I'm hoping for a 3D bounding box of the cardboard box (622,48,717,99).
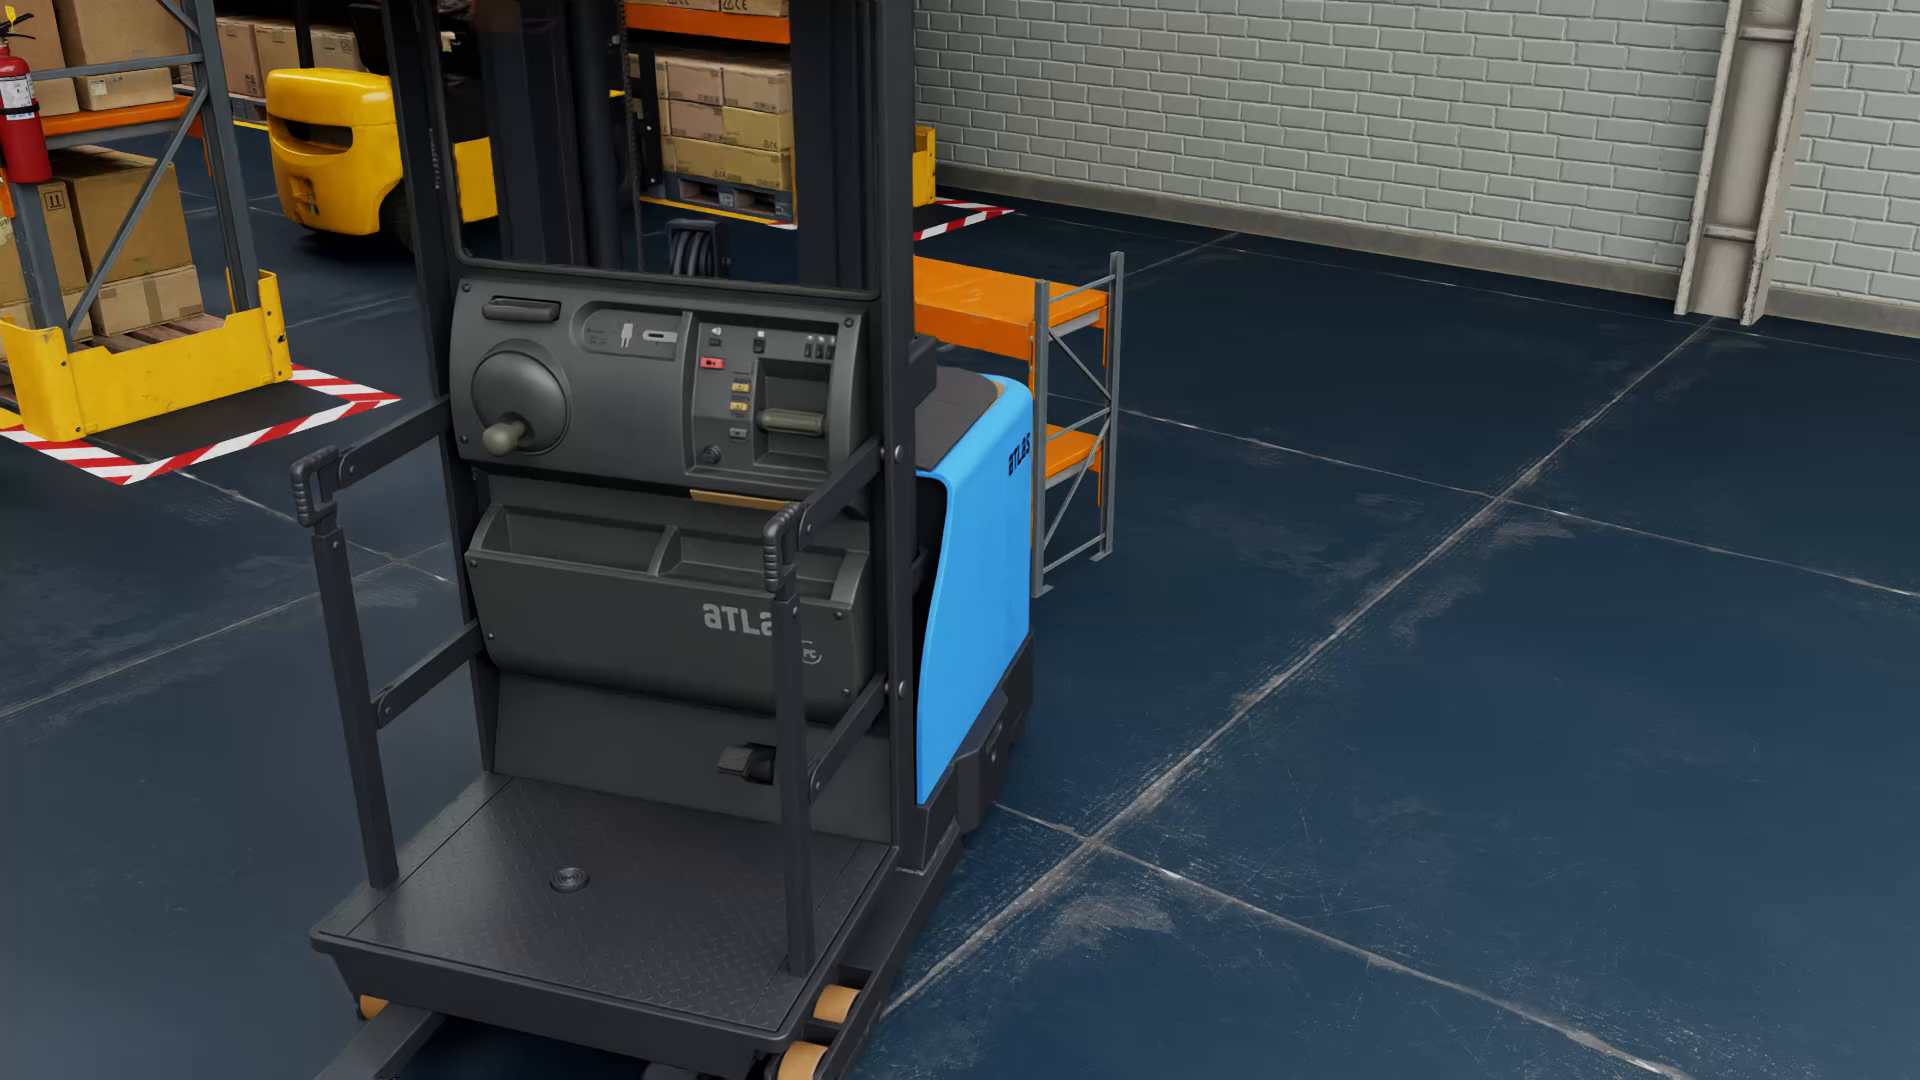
[{"bbox_3d":[-2.030,-3.243,11.538,0.500,0.250,0.500,17,29,34],"label":"cardboard box"}]

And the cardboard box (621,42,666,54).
[{"bbox_3d":[-2.431,-3.367,11.822,0.500,0.250,0.500,16,28,32],"label":"cardboard box"}]

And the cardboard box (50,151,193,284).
[{"bbox_3d":[-4.125,-1.564,8.040,0.500,0.500,0.500,16,28,32],"label":"cardboard box"}]

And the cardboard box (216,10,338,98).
[{"bbox_3d":[-6.035,-4.329,14.780,0.625,0.625,0.875,18,29,35],"label":"cardboard box"}]

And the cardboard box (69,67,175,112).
[{"bbox_3d":[-3.774,-2.032,7.452,0.250,0.149,0.380,17,29,33],"label":"cardboard box"}]

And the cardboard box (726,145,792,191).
[{"bbox_3d":[-1.218,-2.546,11.197,0.500,0.250,0.500,17,29,34],"label":"cardboard box"}]

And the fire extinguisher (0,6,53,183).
[{"bbox_3d":[-3.811,-1.786,6.679,0.183,0.674,0.296,17,29,33],"label":"fire extinguisher"}]

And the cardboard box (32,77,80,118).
[{"bbox_3d":[-4.054,-1.904,7.163,0.250,0.149,0.380,18,29,35],"label":"cardboard box"}]

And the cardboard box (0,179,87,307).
[{"bbox_3d":[-4.424,-1.384,7.631,0.500,0.500,0.500,17,29,34],"label":"cardboard box"}]

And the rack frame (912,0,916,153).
[{"bbox_3d":[-0.652,-3.600,10.700,0.127,3.000,1.000,17,29,33],"label":"rack frame"}]

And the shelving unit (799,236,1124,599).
[{"bbox_3d":[-0.005,-0.516,6.027,1.048,1.125,0.538,17,29,33],"label":"shelving unit"}]

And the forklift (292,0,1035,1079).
[{"bbox_3d":[-0.710,-0.306,3.309,1.130,2.935,3.031,7,25,16],"label":"forklift"}]

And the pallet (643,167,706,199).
[{"bbox_3d":[-2.261,-2.791,12.322,1.213,0.211,1.003,17,29,33],"label":"pallet"}]

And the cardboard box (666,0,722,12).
[{"bbox_3d":[-1.613,-3.808,11.049,0.500,0.500,0.500,18,29,35],"label":"cardboard box"}]

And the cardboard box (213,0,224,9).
[{"bbox_3d":[-7.284,-5.106,15.894,0.250,0.149,0.380,19,30,36],"label":"cardboard box"}]

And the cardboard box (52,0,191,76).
[{"bbox_3d":[-3.839,-2.383,7.446,0.500,0.500,0.500,16,29,33],"label":"cardboard box"}]

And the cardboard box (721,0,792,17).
[{"bbox_3d":[-1.204,-3.680,10.758,0.500,0.500,0.500,16,28,32],"label":"cardboard box"}]

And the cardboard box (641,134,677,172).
[{"bbox_3d":[-2.005,-2.793,11.758,0.500,0.250,0.500,17,29,34],"label":"cardboard box"}]

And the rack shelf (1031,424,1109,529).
[{"bbox_3d":[-0.005,-0.293,6.125,1.000,0.278,0.538,17,29,33],"label":"rack shelf"}]

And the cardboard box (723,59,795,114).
[{"bbox_3d":[-1.208,-3.002,10.993,0.500,0.250,0.500,18,29,35],"label":"cardboard box"}]

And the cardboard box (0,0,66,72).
[{"bbox_3d":[-4.226,-2.222,7.079,0.500,0.500,0.500,16,29,32],"label":"cardboard box"}]

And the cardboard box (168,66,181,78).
[{"bbox_3d":[-7.521,-4.616,15.585,0.500,0.500,0.500,18,29,35],"label":"cardboard box"}]

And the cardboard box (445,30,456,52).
[{"bbox_3d":[-3.654,-3.740,12.668,0.500,0.250,0.500,16,29,33],"label":"cardboard box"}]

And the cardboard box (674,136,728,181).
[{"bbox_3d":[-1.610,-2.669,11.476,0.500,0.250,0.500,17,29,33],"label":"cardboard box"}]

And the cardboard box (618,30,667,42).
[{"bbox_3d":[-2.532,-3.658,12.481,0.500,0.250,0.500,17,29,34],"label":"cardboard box"}]

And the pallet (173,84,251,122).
[{"bbox_3d":[-6.418,-4.047,15.173,1.213,0.211,1.003,17,29,33],"label":"pallet"}]

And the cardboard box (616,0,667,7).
[{"bbox_3d":[-2.023,-3.932,11.330,0.500,0.500,0.500,16,29,32],"label":"cardboard box"}]

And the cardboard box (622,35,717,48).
[{"bbox_3d":[-2.125,-3.539,12.211,0.500,0.250,0.500,16,28,32],"label":"cardboard box"}]

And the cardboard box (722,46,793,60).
[{"bbox_3d":[-1.325,-3.288,11.642,0.500,0.250,0.500,17,29,33],"label":"cardboard box"}]

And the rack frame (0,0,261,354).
[{"bbox_3d":[-3.626,-1.998,7.063,0.127,3.000,1.000,17,29,33],"label":"rack frame"}]

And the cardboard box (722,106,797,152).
[{"bbox_3d":[-1.229,-2.779,11.107,0.500,0.250,0.500,16,29,33],"label":"cardboard box"}]

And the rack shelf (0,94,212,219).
[{"bbox_3d":[-5.227,-2.152,8.306,4.000,0.370,1.077,17,29,33],"label":"rack shelf"}]

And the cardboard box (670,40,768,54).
[{"bbox_3d":[-1.719,-3.413,11.925,0.500,0.250,0.500,17,29,33],"label":"cardboard box"}]

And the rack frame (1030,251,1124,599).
[{"bbox_3d":[0.401,-0.393,5.748,0.032,1.125,0.500,17,29,33],"label":"rack frame"}]

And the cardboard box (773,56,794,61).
[{"bbox_3d":[-0.923,-3.169,11.371,0.500,0.250,0.500,16,29,33],"label":"cardboard box"}]

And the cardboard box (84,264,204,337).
[{"bbox_3d":[-4.106,-1.216,8.178,0.500,0.250,0.500,17,29,33],"label":"cardboard box"}]

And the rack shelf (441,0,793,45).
[{"bbox_3d":[-2.253,-3.754,11.943,4.000,0.370,1.077,17,29,33],"label":"rack shelf"}]

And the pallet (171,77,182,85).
[{"bbox_3d":[-7.629,-4.451,16.091,1.213,0.211,1.003,17,29,33],"label":"pallet"}]

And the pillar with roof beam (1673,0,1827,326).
[{"bbox_3d":[1.550,-3.965,4.087,0.400,9.000,9.100,17,29,33],"label":"pillar with roof beam"}]

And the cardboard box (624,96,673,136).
[{"bbox_3d":[-2.050,-3.022,11.659,0.500,0.250,0.500,16,28,32],"label":"cardboard box"}]

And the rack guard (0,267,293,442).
[{"bbox_3d":[-3.687,-0.872,7.609,0.348,0.500,1.175,17,29,33],"label":"rack guard"}]

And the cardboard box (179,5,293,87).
[{"bbox_3d":[-6.563,-4.485,15.133,0.625,0.625,0.875,18,29,35],"label":"cardboard box"}]

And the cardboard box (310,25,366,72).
[{"bbox_3d":[-4.894,-3.985,13.999,0.625,0.625,0.875,16,29,33],"label":"cardboard box"}]

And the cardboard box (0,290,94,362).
[{"bbox_3d":[-4.454,-1.046,7.793,0.500,0.250,0.500,17,29,33],"label":"cardboard box"}]

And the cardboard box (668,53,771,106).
[{"bbox_3d":[-1.620,-3.124,11.269,0.500,0.250,0.500,17,29,34],"label":"cardboard box"}]

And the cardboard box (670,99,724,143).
[{"bbox_3d":[-1.624,-2.904,11.391,0.500,0.250,0.500,16,29,33],"label":"cardboard box"}]

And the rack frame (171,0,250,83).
[{"bbox_3d":[-7.054,-5.534,15.091,0.127,3.000,1.000,17,29,33],"label":"rack frame"}]

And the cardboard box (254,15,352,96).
[{"bbox_3d":[-5.496,-4.167,14.411,0.625,0.625,0.875,15,28,31],"label":"cardboard box"}]

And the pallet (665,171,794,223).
[{"bbox_3d":[-1.289,-2.495,11.652,1.213,0.211,1.003,17,29,33],"label":"pallet"}]

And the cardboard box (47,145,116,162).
[{"bbox_3d":[-4.546,-1.690,8.324,0.500,0.500,0.500,16,28,31],"label":"cardboard box"}]

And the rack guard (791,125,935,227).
[{"bbox_3d":[-0.633,-2.450,11.191,0.348,0.500,1.175,17,29,33],"label":"rack guard"}]

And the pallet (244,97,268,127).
[{"bbox_3d":[-5.446,-3.752,14.503,1.213,0.211,1.003,17,29,33],"label":"pallet"}]

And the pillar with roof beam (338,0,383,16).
[{"bbox_3d":[-8.052,-6.866,10.673,0.400,9.000,9.100,17,29,33],"label":"pillar with roof beam"}]

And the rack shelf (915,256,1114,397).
[{"bbox_3d":[-0.005,-0.784,5.909,1.000,0.278,0.538,17,29,33],"label":"rack shelf"}]

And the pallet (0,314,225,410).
[{"bbox_3d":[-4.316,-0.948,8.139,1.213,0.211,1.003,17,29,33],"label":"pallet"}]

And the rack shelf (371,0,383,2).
[{"bbox_3d":[-5.453,-4.722,14.138,4.000,0.370,1.077,17,29,33],"label":"rack shelf"}]

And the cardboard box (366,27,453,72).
[{"bbox_3d":[-4.277,-3.795,13.568,0.625,0.625,0.875,18,30,36],"label":"cardboard box"}]

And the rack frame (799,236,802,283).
[{"bbox_3d":[-0.412,-0.639,6.306,0.032,1.125,0.500,17,29,33],"label":"rack frame"}]

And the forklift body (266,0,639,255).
[{"bbox_3d":[-3.264,-3.081,10.576,1.214,2.155,2.313,17,29,33],"label":"forklift body"}]
